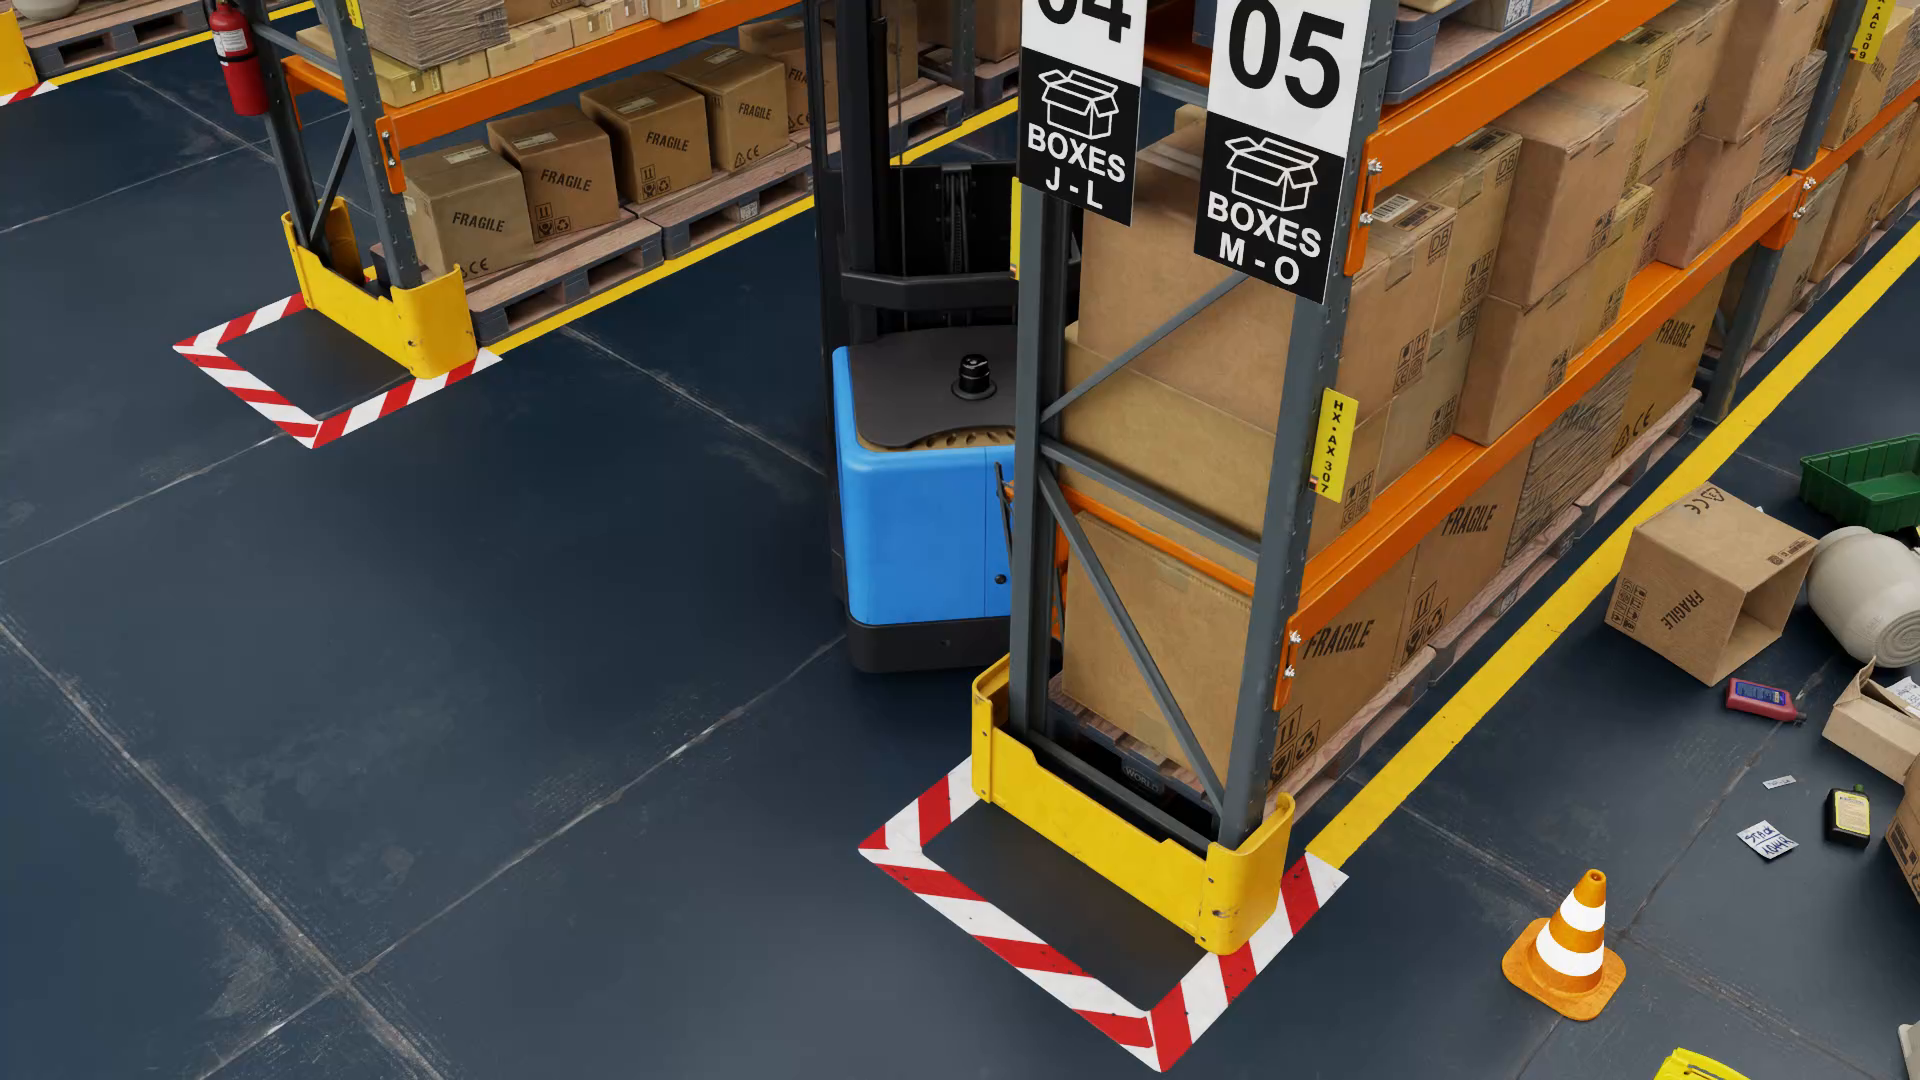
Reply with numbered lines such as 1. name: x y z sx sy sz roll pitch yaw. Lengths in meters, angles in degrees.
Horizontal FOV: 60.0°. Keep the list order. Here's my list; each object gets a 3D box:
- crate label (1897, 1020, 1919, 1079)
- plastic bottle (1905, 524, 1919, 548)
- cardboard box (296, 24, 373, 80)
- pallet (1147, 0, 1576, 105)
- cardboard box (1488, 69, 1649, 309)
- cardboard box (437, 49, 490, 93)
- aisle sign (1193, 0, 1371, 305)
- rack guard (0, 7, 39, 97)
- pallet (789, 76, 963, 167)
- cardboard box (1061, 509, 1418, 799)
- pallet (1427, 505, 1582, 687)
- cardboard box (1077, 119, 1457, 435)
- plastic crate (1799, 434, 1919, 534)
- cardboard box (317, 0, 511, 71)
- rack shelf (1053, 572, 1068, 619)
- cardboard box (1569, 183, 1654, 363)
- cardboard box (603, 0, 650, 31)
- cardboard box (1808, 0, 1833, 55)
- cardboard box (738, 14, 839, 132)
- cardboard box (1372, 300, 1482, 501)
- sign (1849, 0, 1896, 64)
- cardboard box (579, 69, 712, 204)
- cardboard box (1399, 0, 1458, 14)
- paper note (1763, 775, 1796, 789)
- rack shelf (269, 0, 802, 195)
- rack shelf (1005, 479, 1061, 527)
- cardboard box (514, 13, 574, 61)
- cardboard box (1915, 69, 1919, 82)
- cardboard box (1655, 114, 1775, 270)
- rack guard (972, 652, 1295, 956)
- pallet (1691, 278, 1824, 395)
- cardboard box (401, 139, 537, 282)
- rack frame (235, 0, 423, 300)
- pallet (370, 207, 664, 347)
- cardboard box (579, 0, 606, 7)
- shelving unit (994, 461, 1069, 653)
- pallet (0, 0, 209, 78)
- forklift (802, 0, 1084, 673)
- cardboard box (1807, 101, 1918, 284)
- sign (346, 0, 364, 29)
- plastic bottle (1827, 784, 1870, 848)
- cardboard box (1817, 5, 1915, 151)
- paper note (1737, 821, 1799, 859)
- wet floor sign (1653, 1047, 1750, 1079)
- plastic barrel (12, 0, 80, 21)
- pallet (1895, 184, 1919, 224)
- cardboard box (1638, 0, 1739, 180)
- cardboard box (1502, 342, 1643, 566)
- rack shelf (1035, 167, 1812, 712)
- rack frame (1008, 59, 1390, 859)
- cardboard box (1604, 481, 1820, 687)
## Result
1. crate label: 3.075 1.602 5.125 0.250 0.136 0.298 8 39 10
2. plastic bottle: 4.205 -0.041 7.252 0.133 0.061 0.283 8 39 10
3. cardboard box: -2.974 -2.362 8.012 0.380 0.149 0.250 30 47 32
4. pallet: 1.072 -1.598 4.511 1.003 0.211 1.213 30 47 32
5. cardboard box: 1.639 -1.241 5.412 0.875 0.550 0.550 30 47 32
6. cardboard box: -2.463 -2.282 7.912 0.380 0.149 0.250 30 47 32
7. aisle sign: 0.753 -0.973 3.975 0.394 0.787 0.004 30 47 32
8. rack guard: -6.653 -3.399 11.123 1.175 0.500 0.348 30 47 32
9. pallet: -0.742 -2.666 10.433 1.003 0.211 1.213 30 47 32
10. cardboard box: 0.988 0.214 5.940 0.875 0.875 0.875 30 47 32
11. pallet: 1.884 0.020 7.056 1.003 0.211 1.213 30 47 32
12. cardboard box: 0.858 -0.749 4.794 0.875 0.550 0.550 30 47 32
13. plastic crate: 4.127 -0.243 7.359 0.662 0.188 0.450 -11 30 -14
14. cardboard box: -2.623 -2.640 7.840 0.875 0.500 0.500 30 47 32
15. rack shelf: 0.453 0.098 6.207 0.258 0.148 0.480 30 58 32
16. cardboard box: 1.948 -1.089 6.089 0.875 0.550 0.500 30 47 32
17. cardboard box: -1.807 -2.752 8.503 0.380 0.149 0.250 30 47 32
18. cardboard box: 3.003 -2.278 6.716 0.875 0.550 0.550 30 47 32
19. cardboard box: -0.996 -2.833 10.074 0.500 0.500 0.500 -19 42 -22
20. cardboard box: 1.151 -0.624 5.504 0.875 0.550 0.550 30 47 32
21. sign: 3.688 -2.089 6.708 0.100 0.325 0.005 30 47 32
22. cardboard box: -1.766 -2.277 9.375 0.500 0.500 0.500 -29 47 -32
23. cardboard box: 1.047 -1.416 3.995 0.380 0.149 0.250 30 47 32
24. paper note: 3.017 0.891 6.122 0.123 0.001 0.032 -11 40 -14
25. rack shelf: -1.665 -2.880 9.040 1.077 0.370 4.000 30 47 32
26. rack shelf: 0.397 -0.217 5.877 0.258 0.148 0.480 30 58 32
27. cardboard box: -2.130 -2.514 8.204 0.380 0.149 0.250 30 47 32
28. cardboard box: 4.510 -2.580 8.004 0.500 0.500 0.500 29 47 32
29. cardboard box: 2.683 -1.573 6.698 0.875 0.550 0.550 30 47 32
30. rack guard: 0.563 0.876 5.747 1.175 0.500 0.348 30 47 32
31. pallet: 3.743 -1.246 8.647 1.003 0.211 1.213 30 47 32
32. cardboard box: -2.580 -1.709 8.660 0.500 0.500 0.500 -25 45 -28
33. rack frame: -3.014 -2.243 7.660 1.000 3.000 0.127 30 47 32
34. pallet: -2.388 -1.545 9.023 1.003 0.211 1.213 30 47 32
35. cardboard box: -2.005 -3.131 8.458 0.875 0.500 0.500 30 47 32
36. shelving unit: 0.445 0.052 6.159 0.258 1.200 0.503 30 58 32
37. pallet: -6.101 -3.657 11.679 1.003 0.211 1.213 30 47 32
38. forklift: -0.068 -1.536 6.827 1.130 2.935 3.031 -4 39 -5
39. cardboard box: 4.284 -2.000 8.825 1.050 0.750 0.750 30 47 32
40. sign: -2.613 -2.354 7.105 0.100 0.325 0.005 30 47 32
41. plastic bottle: 3.191 0.975 5.974 0.133 0.061 0.283 14 41 17
42. cardboard box: 3.831 -2.119 7.425 0.500 0.500 0.500 30 47 32
43. paper note: 2.862 1.061 5.893 0.142 0.017 0.144 -18 42 -21
44. wet floor sign: 2.021 1.652 4.653 0.267 0.644 0.232 22 43 25
45. plastic barrel: -6.282 -3.848 11.340 0.421 0.512 0.421 0 38 0
46. pallet: 5.389 -2.367 10.057 1.003 0.211 1.213 30 47 32
47. cardboard box: 2.252 -1.786 6.098 0.875 0.550 0.550 30 47 32
48. cardboard box: 2.196 -0.609 6.975 0.875 0.875 0.875 30 47 32
49. rack shelf: 1.928 -0.751 6.362 1.077 0.370 4.000 30 47 32
50. rack frame: 0.579 -0.114 4.983 1.000 3.000 0.127 30 47 32
51. cardboard box: 2.988 0.170 6.632 0.500 0.500 0.500 -26 45 -29
